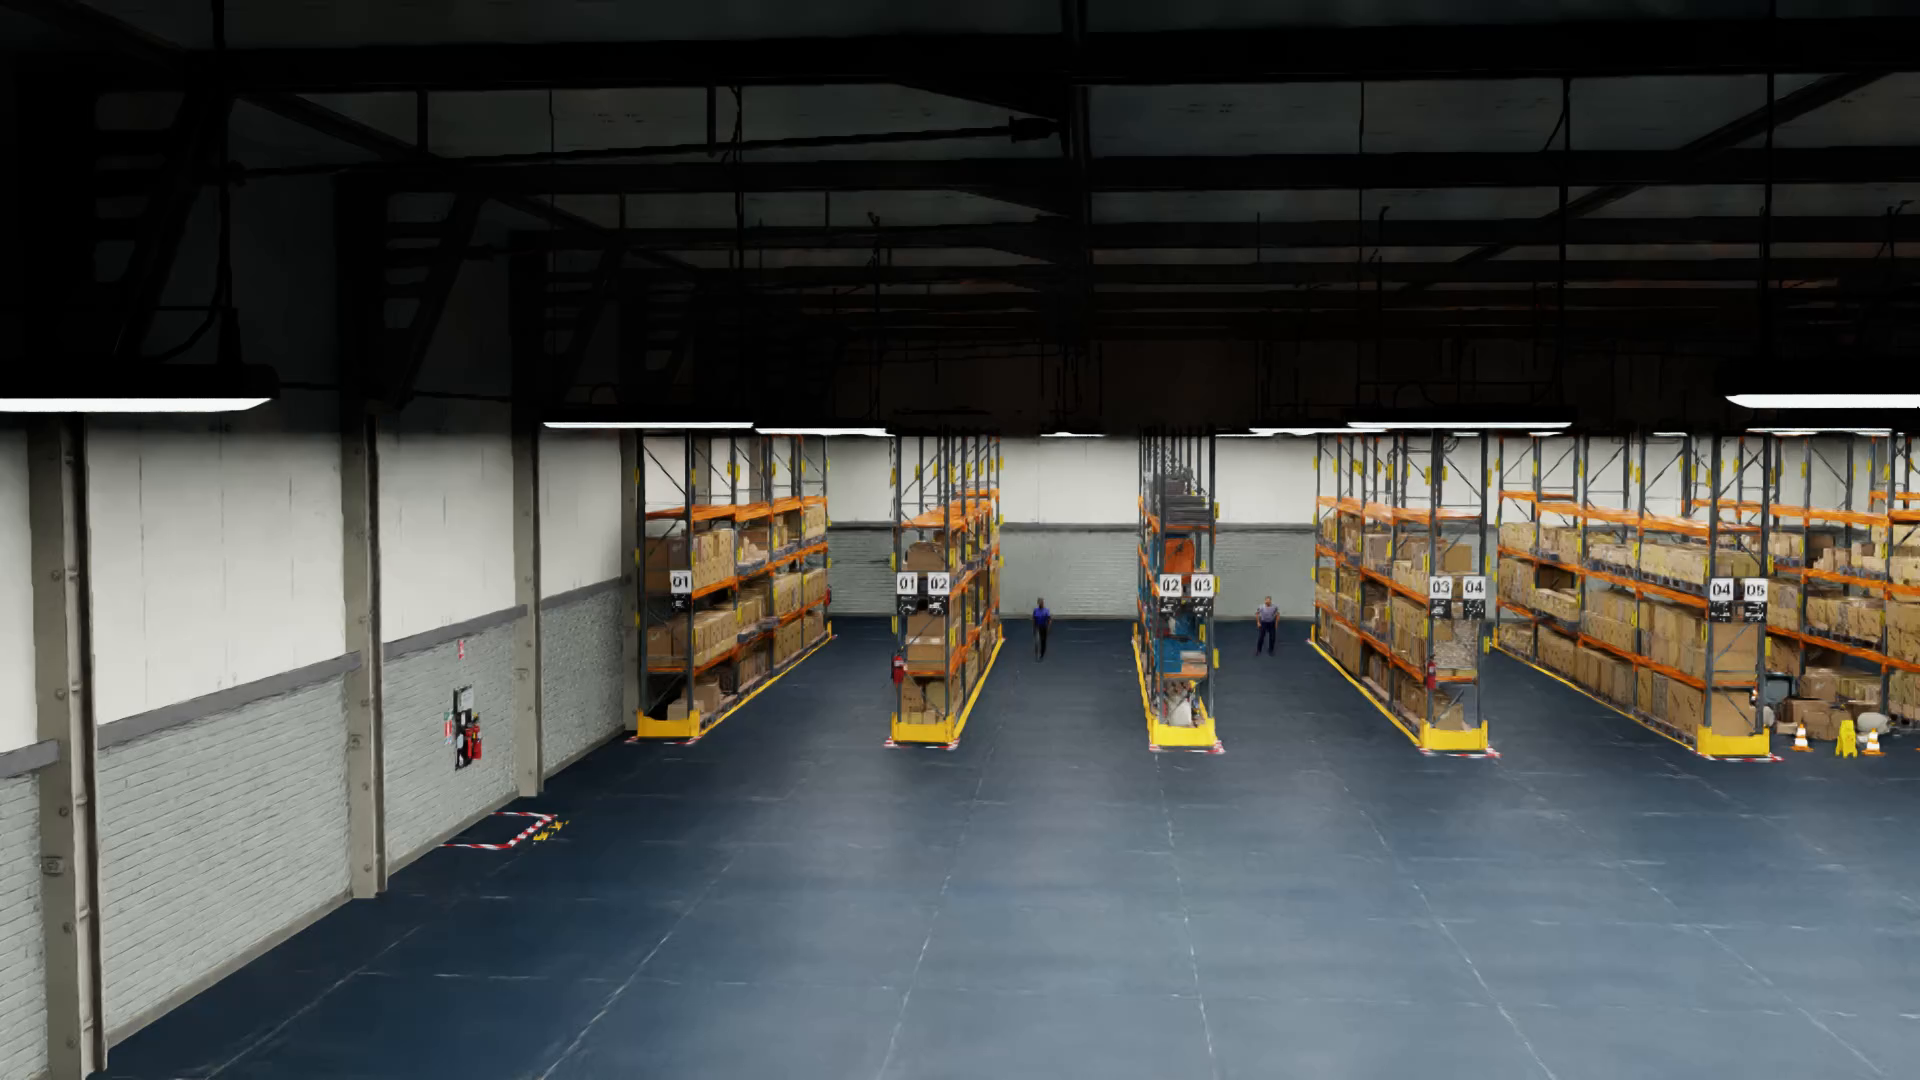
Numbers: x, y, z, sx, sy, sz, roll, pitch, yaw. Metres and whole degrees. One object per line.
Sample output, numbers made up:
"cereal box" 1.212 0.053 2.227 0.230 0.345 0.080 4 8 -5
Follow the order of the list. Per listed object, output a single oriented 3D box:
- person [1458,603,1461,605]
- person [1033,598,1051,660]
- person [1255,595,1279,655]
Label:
"person" 14.448 1.872 49.070 0.732 1.743 0.692 1 4 8
"person" 2.126 2.294 43.129 0.463 1.596 0.985 0 3 4
"person" 8.139 2.253 44.066 0.625 1.596 0.510 0 3 2
